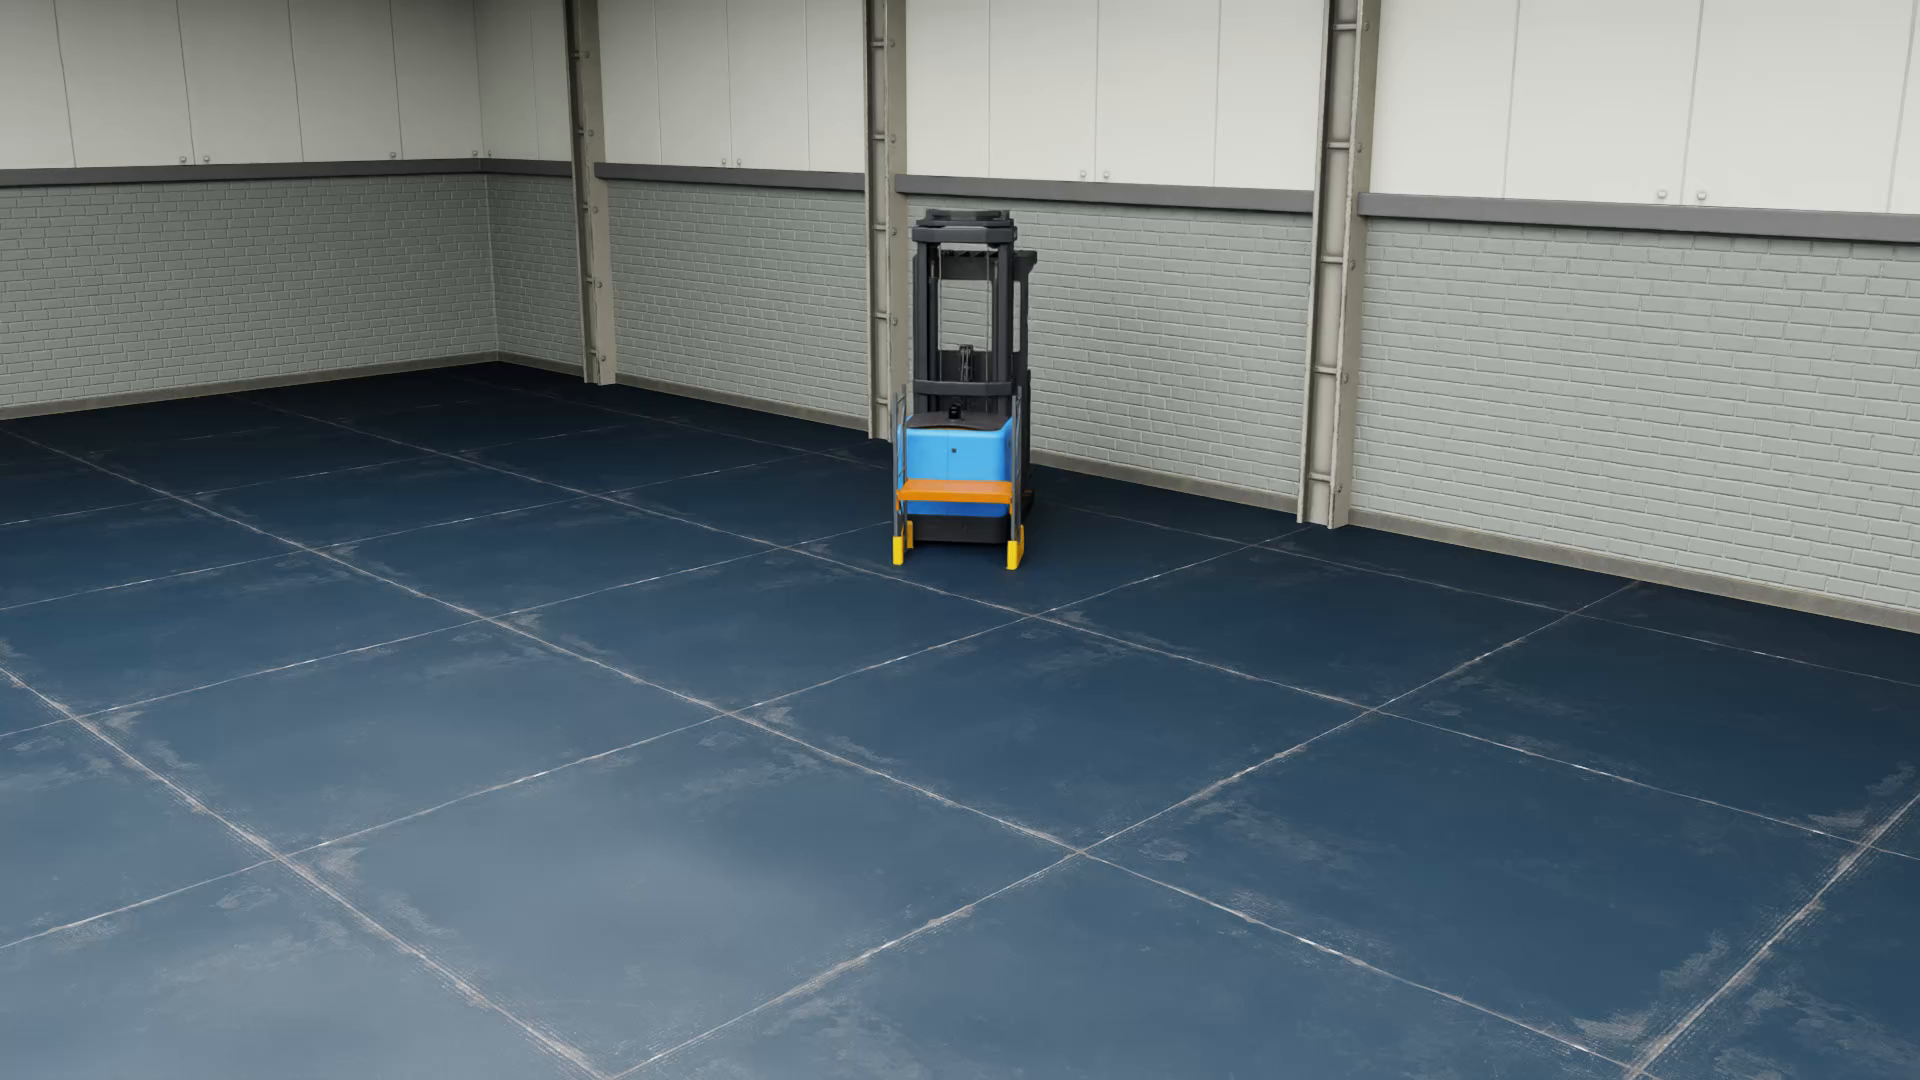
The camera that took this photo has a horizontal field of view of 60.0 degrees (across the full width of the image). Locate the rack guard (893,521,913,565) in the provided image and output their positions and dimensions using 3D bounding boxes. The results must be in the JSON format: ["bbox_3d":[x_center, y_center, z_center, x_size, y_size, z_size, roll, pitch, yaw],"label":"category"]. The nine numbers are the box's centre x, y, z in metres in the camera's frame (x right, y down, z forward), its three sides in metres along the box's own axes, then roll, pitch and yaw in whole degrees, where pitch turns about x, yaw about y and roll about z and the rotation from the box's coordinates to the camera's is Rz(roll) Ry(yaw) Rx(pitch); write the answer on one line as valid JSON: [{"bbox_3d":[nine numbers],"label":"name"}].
[{"bbox_3d":[-0.501,0.025,14.657,0.087,0.250,0.587,2,15,7],"label":"rack guard"}]

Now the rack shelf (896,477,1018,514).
[{"bbox_3d":[-0.017,-0.389,14.482,1.000,0.185,0.538,2,15,7],"label":"rack shelf"}]

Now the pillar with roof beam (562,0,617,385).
[{"bbox_3d":[-8.159,-5.839,19.812,0.400,9.000,9.100,14,20,42],"label":"pillar with roof beam"}]

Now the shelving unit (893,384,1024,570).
[{"bbox_3d":[-0.008,-0.563,14.435,1.083,1.500,0.587,2,15,7],"label":"shelving unit"}]

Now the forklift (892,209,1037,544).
[{"bbox_3d":[0.139,-1.710,15.999,1.130,2.935,3.031,2,15,9],"label":"forklift"}]

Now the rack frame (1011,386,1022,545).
[{"bbox_3d":[0.487,-0.546,14.371,0.032,1.500,0.500,2,15,7],"label":"rack frame"}]

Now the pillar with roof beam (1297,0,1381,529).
[{"bbox_3d":[0.479,-3.739,11.752,0.400,9.000,9.100,14,20,42],"label":"pillar with roof beam"}]

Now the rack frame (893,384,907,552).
[{"bbox_3d":[-0.521,-0.580,14.502,0.032,1.500,0.500,2,15,7],"label":"rack frame"}]

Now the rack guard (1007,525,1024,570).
[{"bbox_3d":[0.486,0.059,14.529,0.087,0.250,0.587,2,15,7],"label":"rack guard"}]

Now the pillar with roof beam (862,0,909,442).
[{"bbox_3d":[-3.840,-4.789,15.782,0.400,9.000,9.100,14,20,42],"label":"pillar with roof beam"}]
